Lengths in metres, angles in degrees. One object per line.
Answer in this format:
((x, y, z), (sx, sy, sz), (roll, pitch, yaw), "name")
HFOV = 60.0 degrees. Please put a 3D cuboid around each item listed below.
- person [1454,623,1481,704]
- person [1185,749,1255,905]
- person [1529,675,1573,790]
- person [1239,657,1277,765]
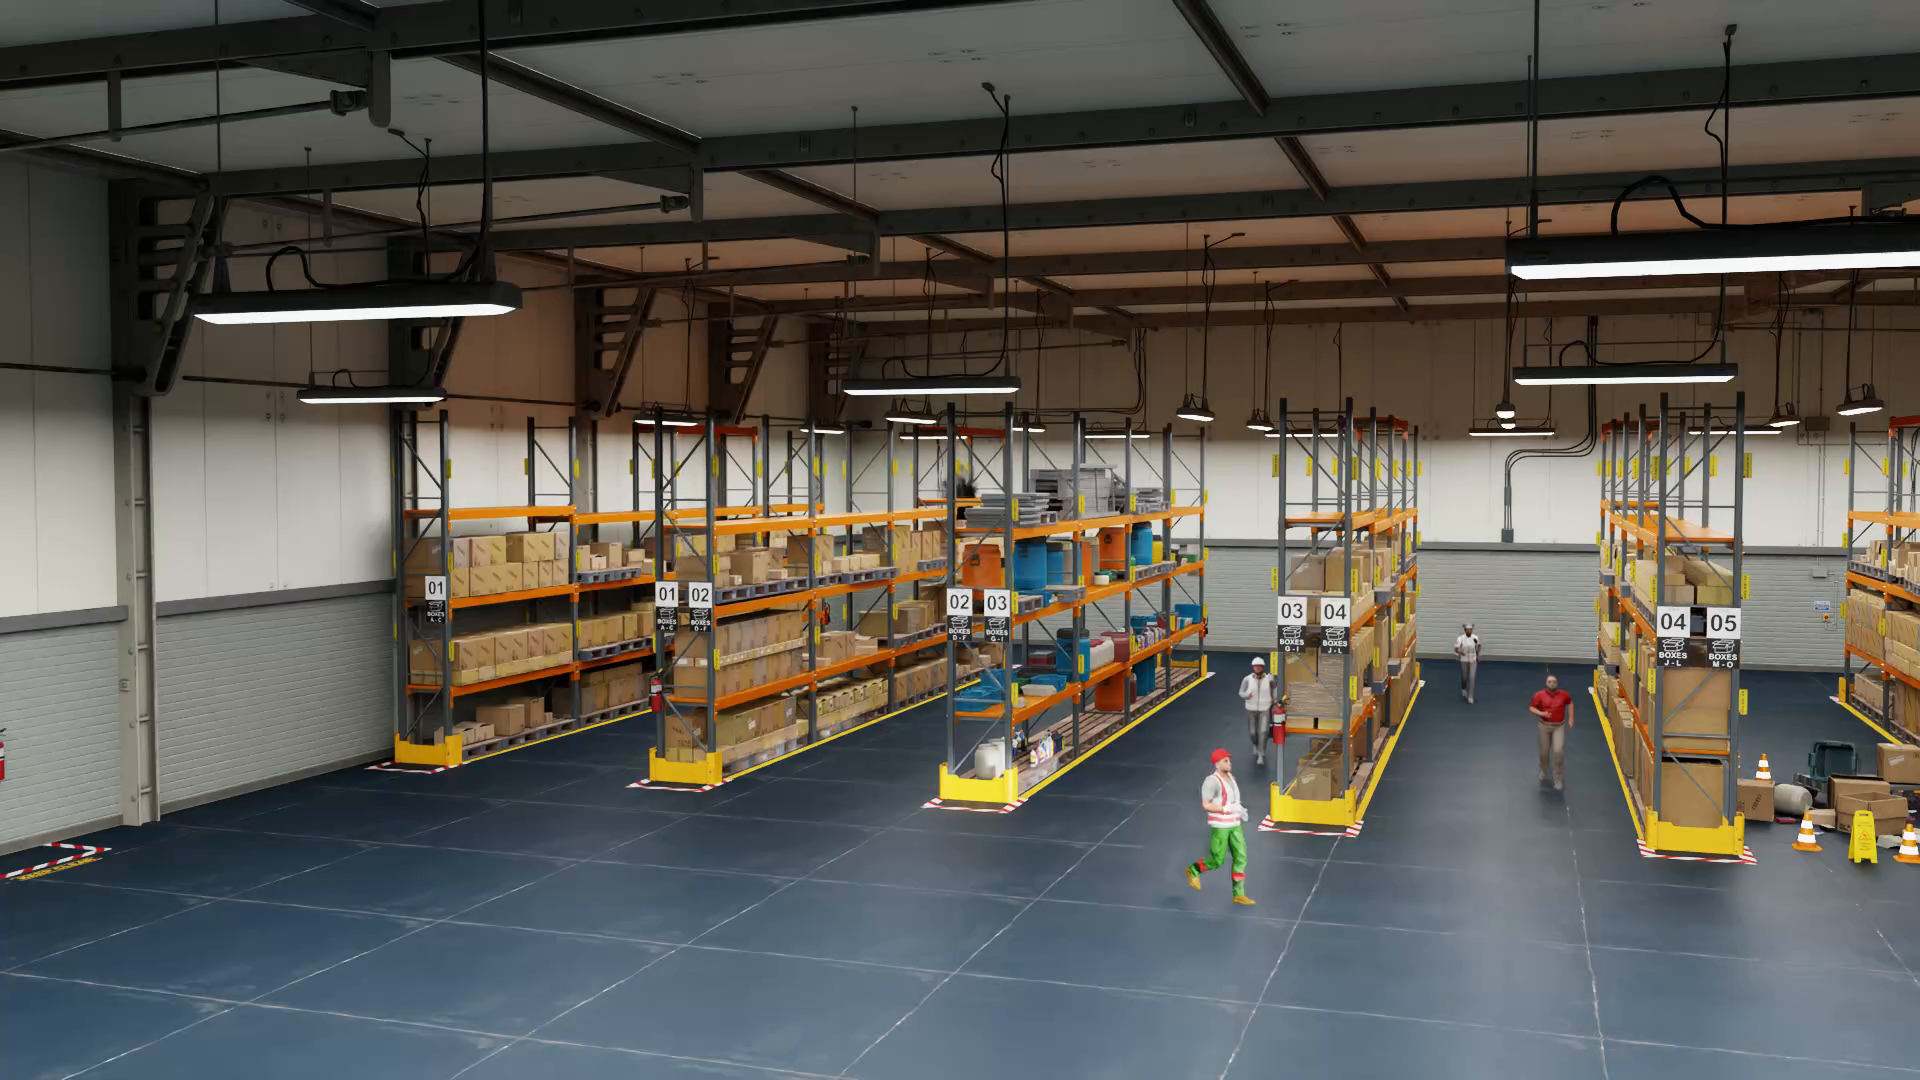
((10.907, 2.614, 35.766), (0.555, 1.696, 0.940), (1, 3, 13), "person")
((3.020, 3.292, 19.195), (0.649, 1.764, 0.908), (-2, 3, -44), "person")
((9.340, 3.025, 26.271), (0.678, 1.805, 0.795), (1, 3, 15), "person")
((5.077, 2.880, 28.266), (0.659, 1.766, 0.947), (1, 3, 13), "person")
